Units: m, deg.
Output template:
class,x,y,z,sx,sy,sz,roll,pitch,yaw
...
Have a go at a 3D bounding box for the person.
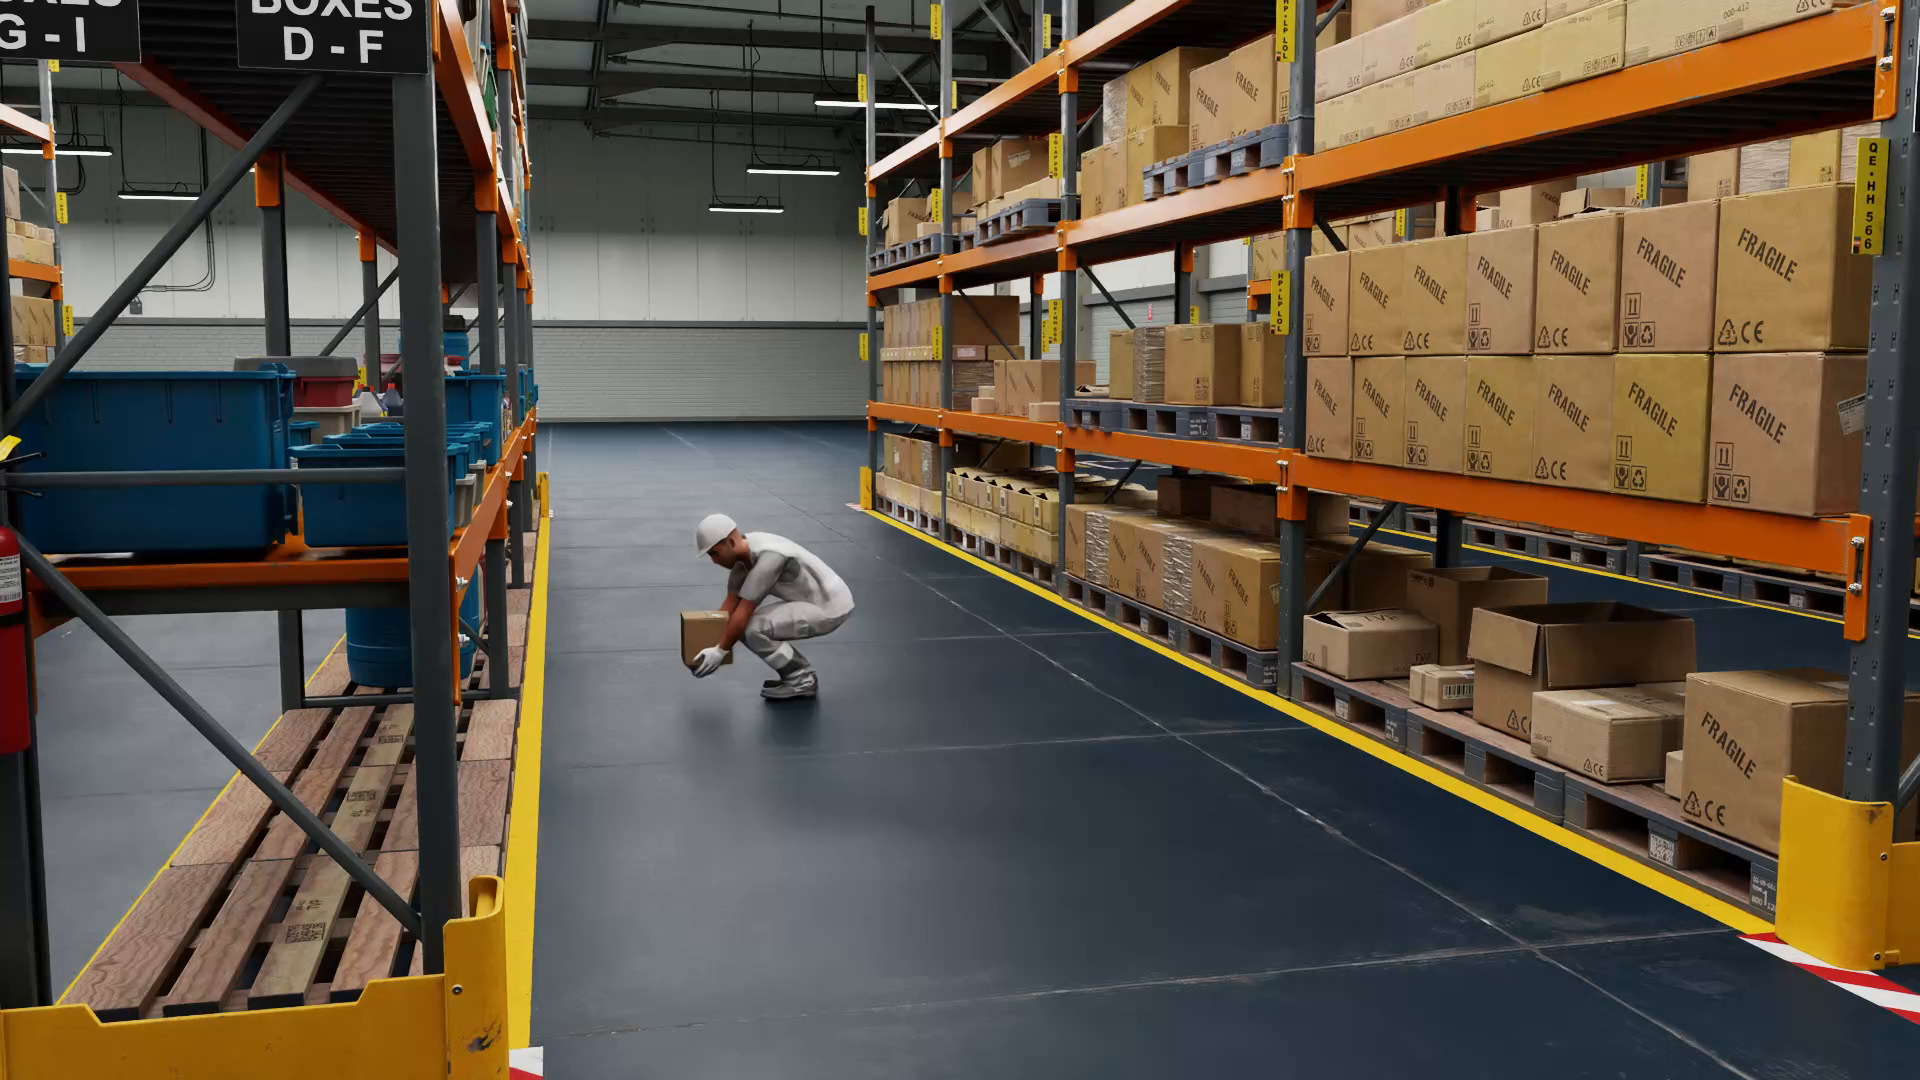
class,x,y,z,sx,sy,sz,roll,pitch,yaw
person,-1.002,0.345,8.830,0.884,0.994,0.574,-1,6,-14
